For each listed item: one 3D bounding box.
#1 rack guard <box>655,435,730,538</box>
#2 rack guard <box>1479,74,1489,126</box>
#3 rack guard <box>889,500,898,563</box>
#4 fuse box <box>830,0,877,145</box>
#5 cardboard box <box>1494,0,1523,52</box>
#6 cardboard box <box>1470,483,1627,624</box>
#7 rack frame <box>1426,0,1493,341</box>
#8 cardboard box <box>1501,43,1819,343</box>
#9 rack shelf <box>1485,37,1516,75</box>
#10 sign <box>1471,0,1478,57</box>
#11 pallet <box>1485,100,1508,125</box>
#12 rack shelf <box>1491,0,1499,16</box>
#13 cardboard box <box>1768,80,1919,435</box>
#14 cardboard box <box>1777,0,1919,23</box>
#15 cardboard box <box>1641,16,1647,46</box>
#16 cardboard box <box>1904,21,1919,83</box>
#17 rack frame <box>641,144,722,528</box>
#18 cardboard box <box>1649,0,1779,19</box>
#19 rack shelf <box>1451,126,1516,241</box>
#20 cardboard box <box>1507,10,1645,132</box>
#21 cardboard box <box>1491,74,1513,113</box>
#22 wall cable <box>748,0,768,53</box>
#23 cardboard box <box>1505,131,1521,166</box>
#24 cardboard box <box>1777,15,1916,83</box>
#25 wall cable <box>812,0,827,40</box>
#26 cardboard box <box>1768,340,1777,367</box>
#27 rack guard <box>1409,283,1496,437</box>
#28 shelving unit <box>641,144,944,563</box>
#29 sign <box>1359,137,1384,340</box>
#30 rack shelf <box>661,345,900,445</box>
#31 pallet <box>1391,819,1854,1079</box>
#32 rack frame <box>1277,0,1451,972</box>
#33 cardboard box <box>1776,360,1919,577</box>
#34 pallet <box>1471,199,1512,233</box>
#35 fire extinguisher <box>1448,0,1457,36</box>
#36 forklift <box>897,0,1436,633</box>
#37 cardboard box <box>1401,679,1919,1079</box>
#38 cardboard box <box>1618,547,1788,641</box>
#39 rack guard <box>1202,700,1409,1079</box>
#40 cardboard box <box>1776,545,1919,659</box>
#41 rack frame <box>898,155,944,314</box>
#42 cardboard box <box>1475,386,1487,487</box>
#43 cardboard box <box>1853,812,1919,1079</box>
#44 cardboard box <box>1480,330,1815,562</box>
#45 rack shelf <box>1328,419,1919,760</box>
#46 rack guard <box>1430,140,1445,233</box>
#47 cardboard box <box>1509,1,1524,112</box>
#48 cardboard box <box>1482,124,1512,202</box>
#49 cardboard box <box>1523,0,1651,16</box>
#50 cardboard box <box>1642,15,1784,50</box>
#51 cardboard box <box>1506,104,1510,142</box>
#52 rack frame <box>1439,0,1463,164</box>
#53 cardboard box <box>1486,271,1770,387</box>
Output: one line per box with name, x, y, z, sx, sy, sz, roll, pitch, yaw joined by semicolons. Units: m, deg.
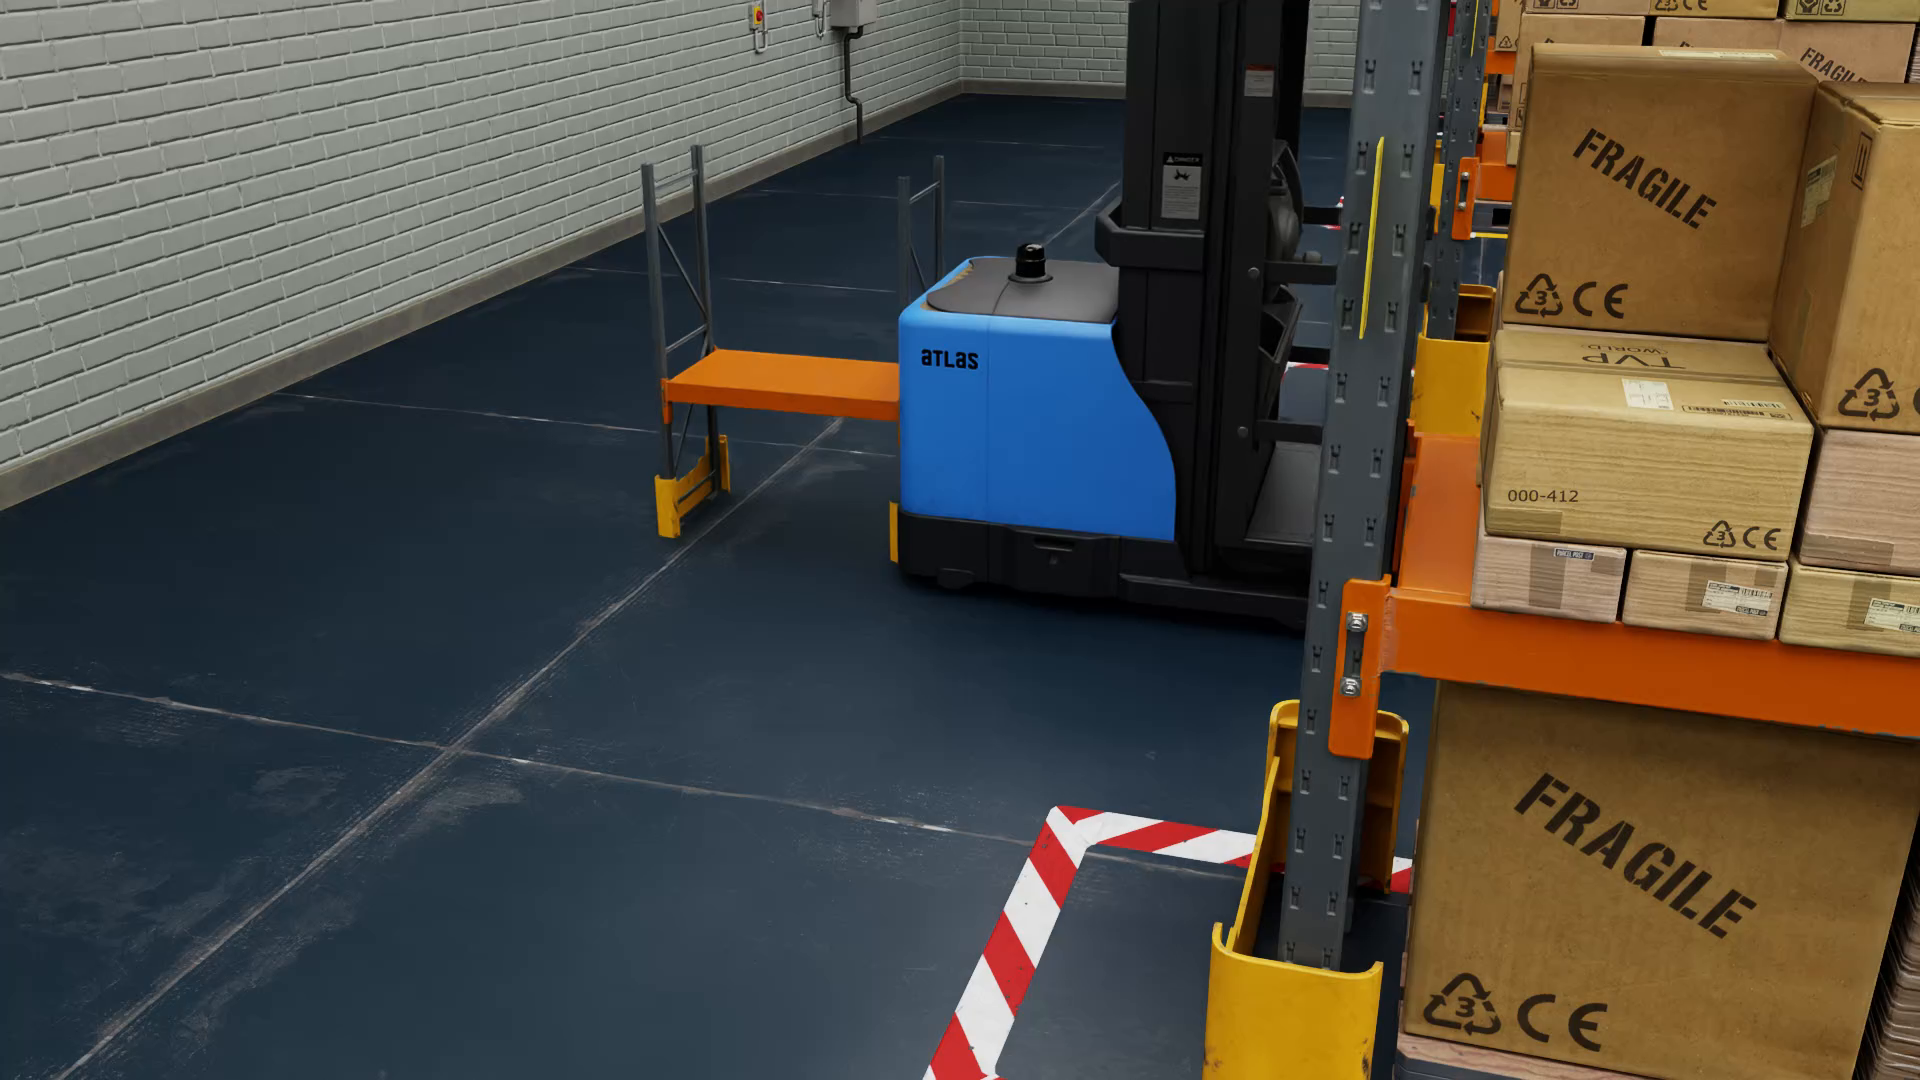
rack guard;-1.121;-0.234;7.011;0.087;0.250;0.587;6;23;14
rack guard;5.228;-4.513;17.112;0.348;0.500;1.175;7;23;16
rack guard;-0.162;-0.132;6.761;0.087;0.250;0.587;6;23;14
fuse box;-0.933;-4.634;15.813;0.414;1.711;0.539;7;23;16
cardboard box;4.102;-3.763;11.859;0.500;0.500;0.500;6;23;15
cardboard box;1.107;0.002;3.143;0.250;0.149;0.380;7;23;16
rack frame;2.392;-2.064;7.849;0.127;3.000;1.000;7;23;16
cardboard box;1.405;-0.730;3.415;0.500;0.500;0.500;7;23;16
rack shelf;5.640;-3.321;11.863;4.000;0.370;1.077;7;23;16
sign;2.235;-2.267;7.204;0.005;0.325;0.100;7;23;16
pallet;5.992;-4.292;16.955;1.213;0.211;1.003;7;23;16
rack shelf;7.070;-5.125;16.260;4.000;0.370;1.077;7;23;16
cardboard box;1.723;-0.483;2.812;0.500;0.500;0.500;6;23;14
cardboard box;3.722;-2.447;6.941;0.500;0.500;0.500;6;23;14
cardboard box;3.388;-2.234;7.739;0.500;0.500;0.500;6;23;15
cardboard box;4.217;-1.937;7.016;0.500;0.500;0.500;6;23;14
rack frame;-1.122;-0.812;6.774;0.032;1.500;0.500;6;23;14
cardboard box;3.230;-2.512;7.100;0.500;0.500;0.500;7;23;17
rack shelf;4.307;-1.512;7.451;4.000;0.370;1.077;7;23;16
cardboard box;2.742;-2.098;7.409;0.500;0.500;0.500;8;24;18
cardboard box;5.714;-4.615;16.805;0.637;0.503;0.797;6;23;13
wall cable;-1.680;-4.968;13.548;0.123;1.953;0.585;7;23;16
cardboard box;2.608;-1.793;7.520;0.250;0.149;0.380;6;23;15
cardboard box;3.727;-1.991;7.147;0.500;0.500;0.500;7;23;16
wall cable;-1.281;-5.470;14.814;0.122;1.984;0.588;7;23;16
cardboard box;1.889;-0.329;3.424;0.500;0.250;0.500;6;23;15
rack guard;2.465;-0.899;8.303;0.348;0.500;1.175;7;23;16
shelving unit;-0.642;-0.761;6.649;1.083;1.500;0.587;6;23;14
sign;0.697;-0.509;2.814;0.005;0.325;0.100;7;23;16
rack shelf;-0.633;-0.594;6.715;1.000;0.185;0.538;6;23;14
pallet;1.651;1.076;3.868;1.213;0.211;1.003;7;23;16
rack frame;0.863;-0.273;3.483;0.127;3.000;1.000;7;23;16
cardboard box;1.744;-0.136;2.954;0.500;0.250;0.500;6;23;15
pallet;4.513;-2.524;12.646;1.213;0.211;1.003;7;23;16
fire extinguisher;4.881;-5.317;16.374;0.183;0.674;0.296;7;23;16
forklift;1.339;-1.204;5.843;3.031;2.935;1.130;6;23;14
cardboard box;1.498;0.557;3.706;0.875;0.875;0.875;7;23;16
cardboard box;1.353;0.030;3.076;0.250;0.149;0.380;6;23;15
rack guard;0.840;0.881;3.964;0.348;0.500;1.175;7;23;16
cardboard box;1.598;0.058;3.008;0.250;0.149;0.380;6;23;14
rack frame;-0.144;-0.708;6.519;0.032;1.500;0.500;6;23;14
cardboard box;1.299;-0.237;3.727;0.250;0.149;0.380;7;23;17
cardboard box;2.370;0.657;3.463;0.875;0.875;0.875;7;23;16
cardboard box;1.244;-0.190;3.088;0.500;0.250;0.500;6;23;14
rack shelf;2.777;0.279;3.085;4.000;0.370;1.077;7;23;16
rack guard;3.702;-2.720;12.742;0.348;0.500;1.175;7;23;16
cardboard box;2.897;-2.292;7.882;0.500;0.500;0.500;7;23;17
cardboard box;4.386;-2.846;12.579;0.875;0.438;0.875;6;23;14
cardboard box;2.745;-2.565;7.229;0.500;0.500;0.500;6;23;15
cardboard box;3.262;-2.049;7.289;0.500;0.500;0.500;7;23;16
cardboard box;2.786;-2.015;8.060;0.250;0.149;0.380;7;23;16
rack frame;3.725;-3.874;12.261;0.127;3.000;1.000;7;23;16
cardboard box;1.403;-0.384;3.560;0.500;0.250;0.500;6;23;15
